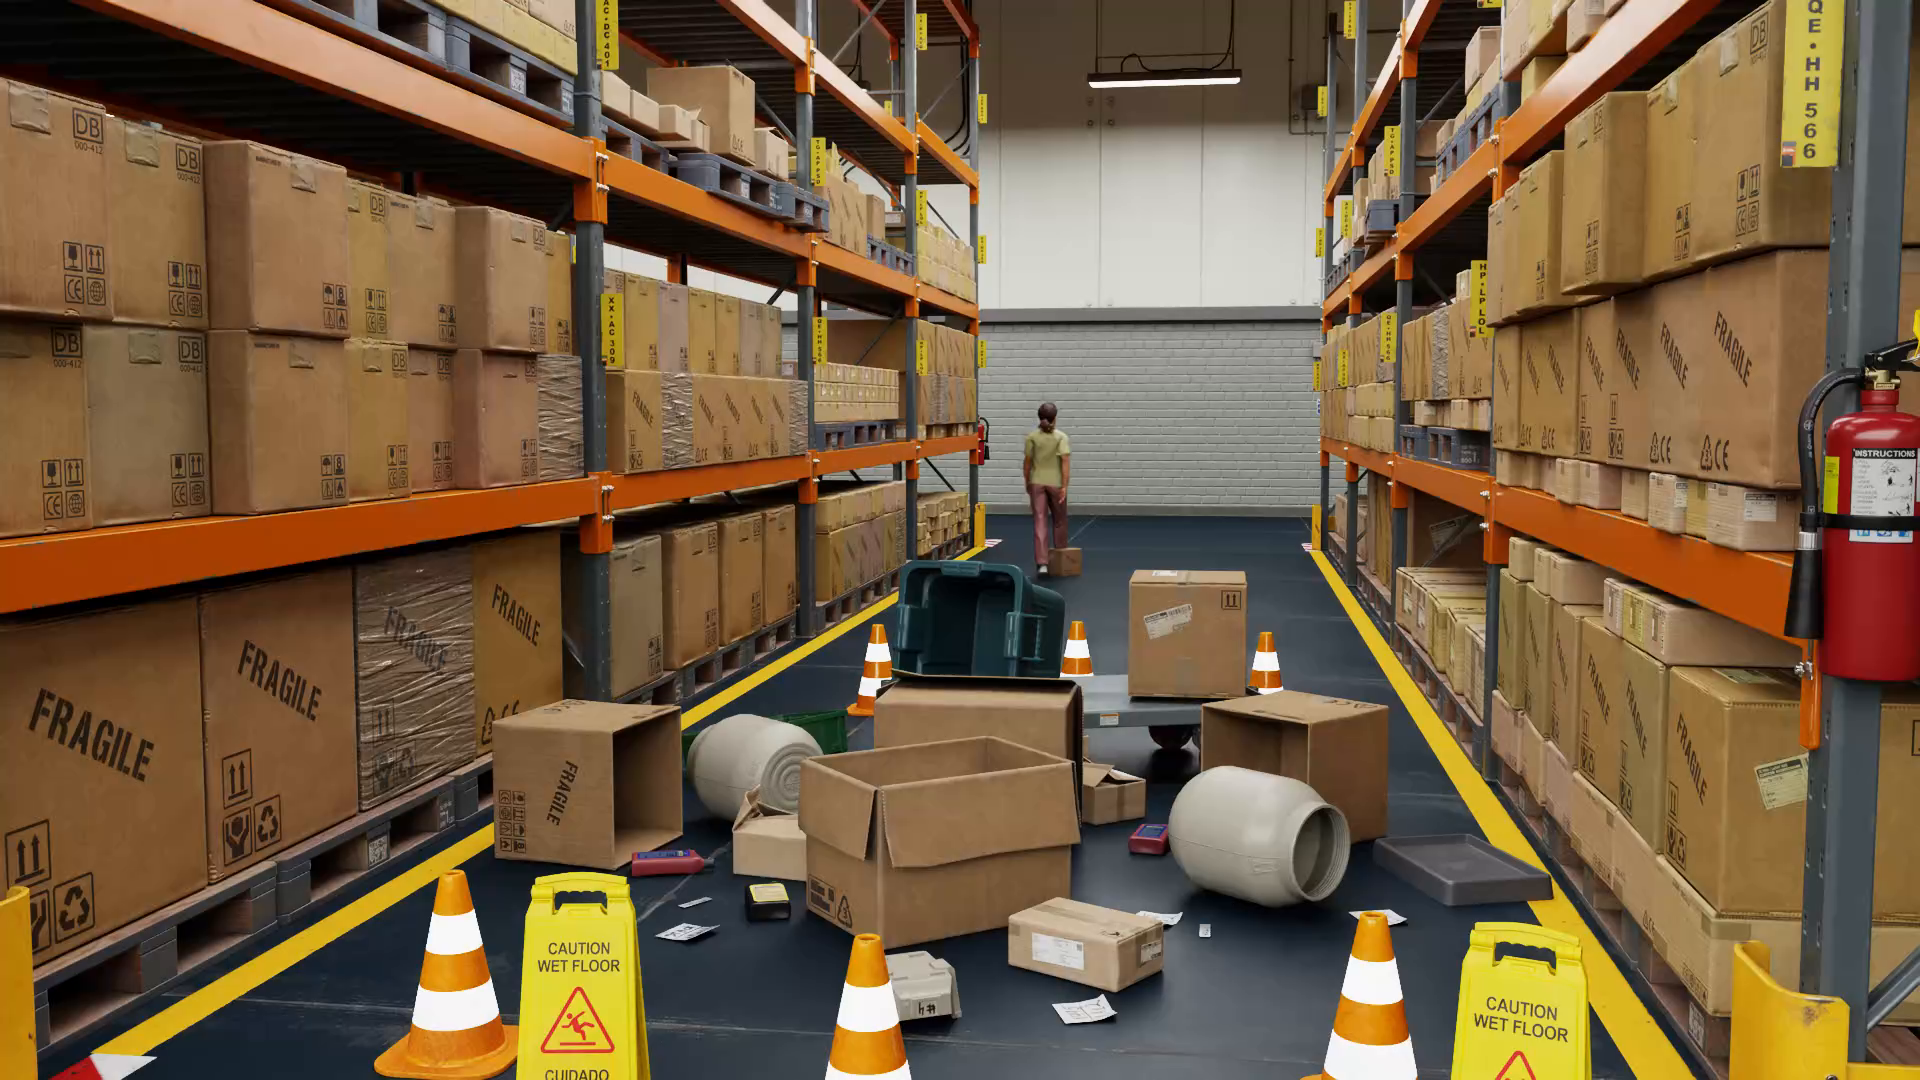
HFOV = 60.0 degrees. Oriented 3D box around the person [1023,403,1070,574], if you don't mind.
[{"bbox_3d":[0.846,-0.511,16.057,0.467,1.629,0.926,1,5,8],"label":"person"}]
